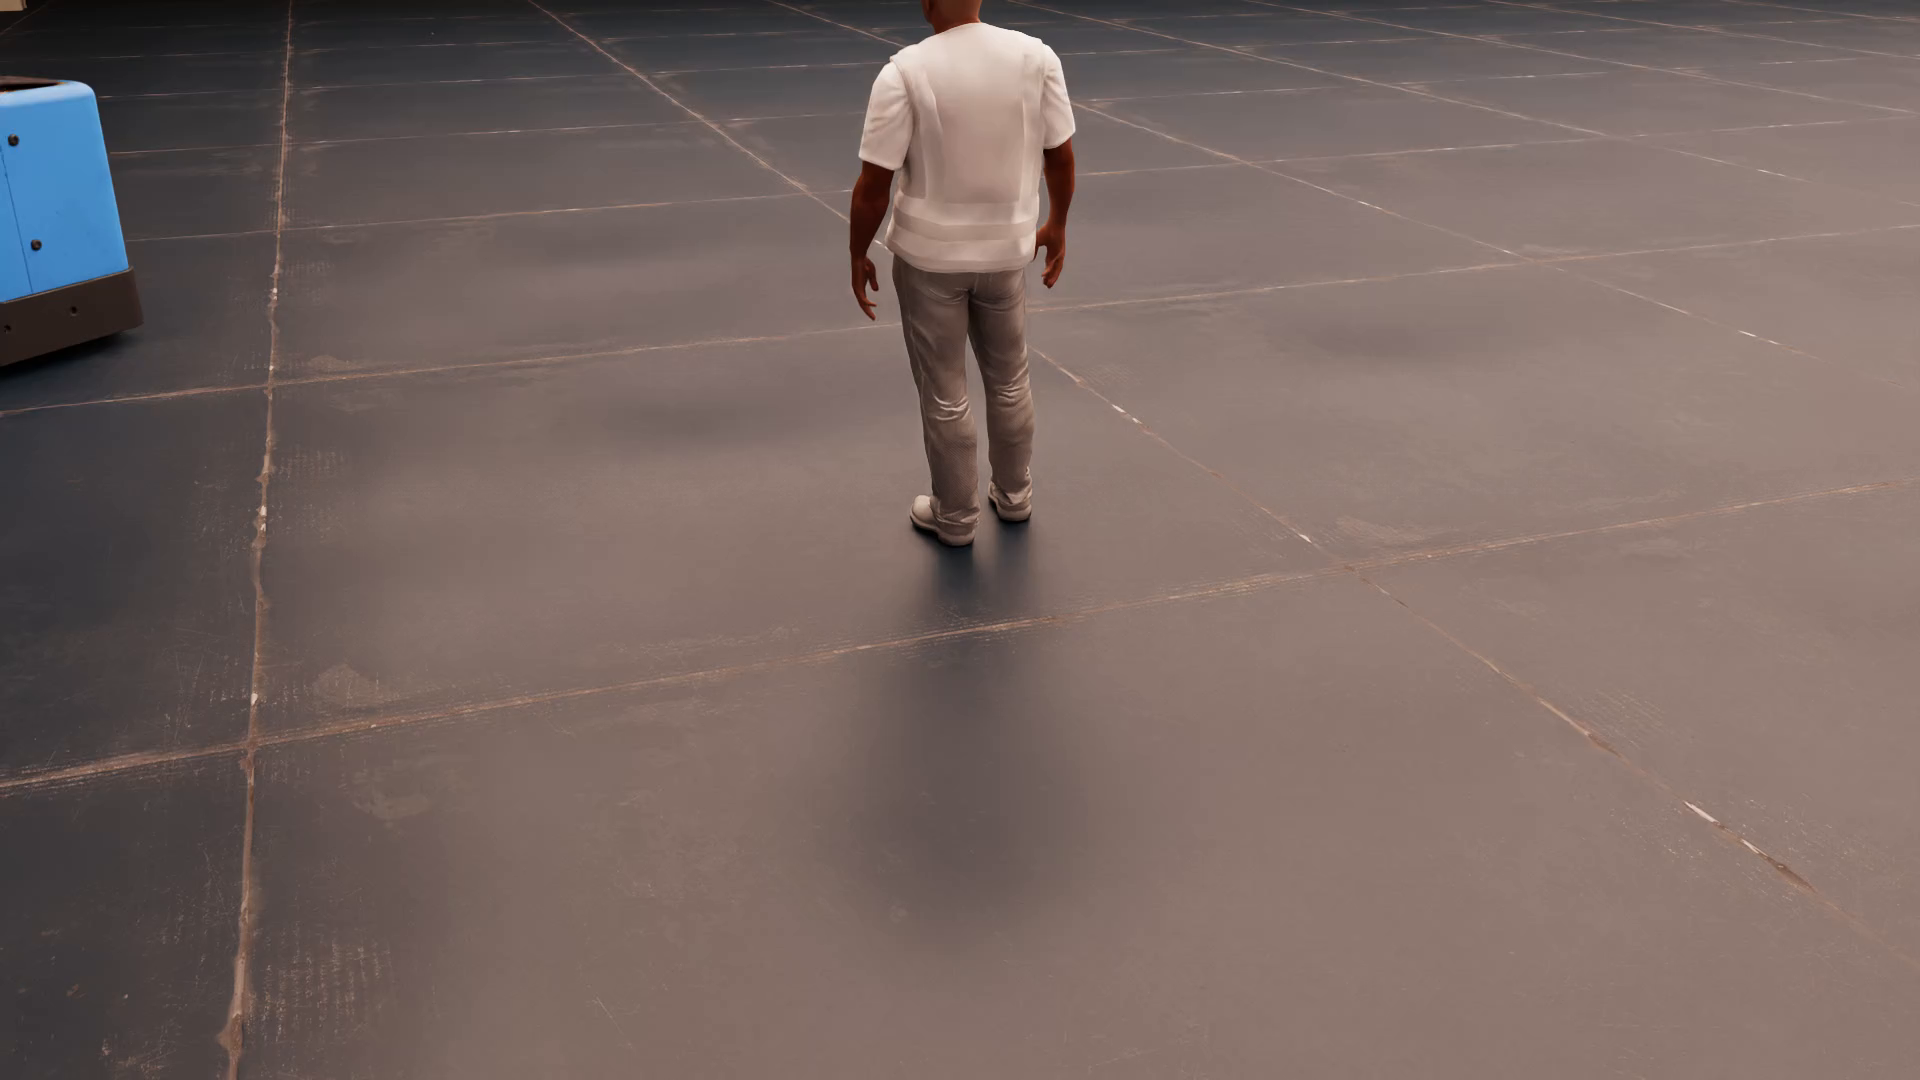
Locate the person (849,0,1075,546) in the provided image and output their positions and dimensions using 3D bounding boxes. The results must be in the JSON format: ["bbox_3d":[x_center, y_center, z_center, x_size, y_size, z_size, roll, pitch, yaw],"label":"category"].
[{"bbox_3d":[-0.019,-0.847,4.797,0.666,1.768,0.575,-8,24,-18],"label":"person"}]

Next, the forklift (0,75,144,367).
[{"bbox_3d":[-5.039,-2.279,6.718,3.031,2.935,1.130,10,25,23],"label":"forklift"}]
